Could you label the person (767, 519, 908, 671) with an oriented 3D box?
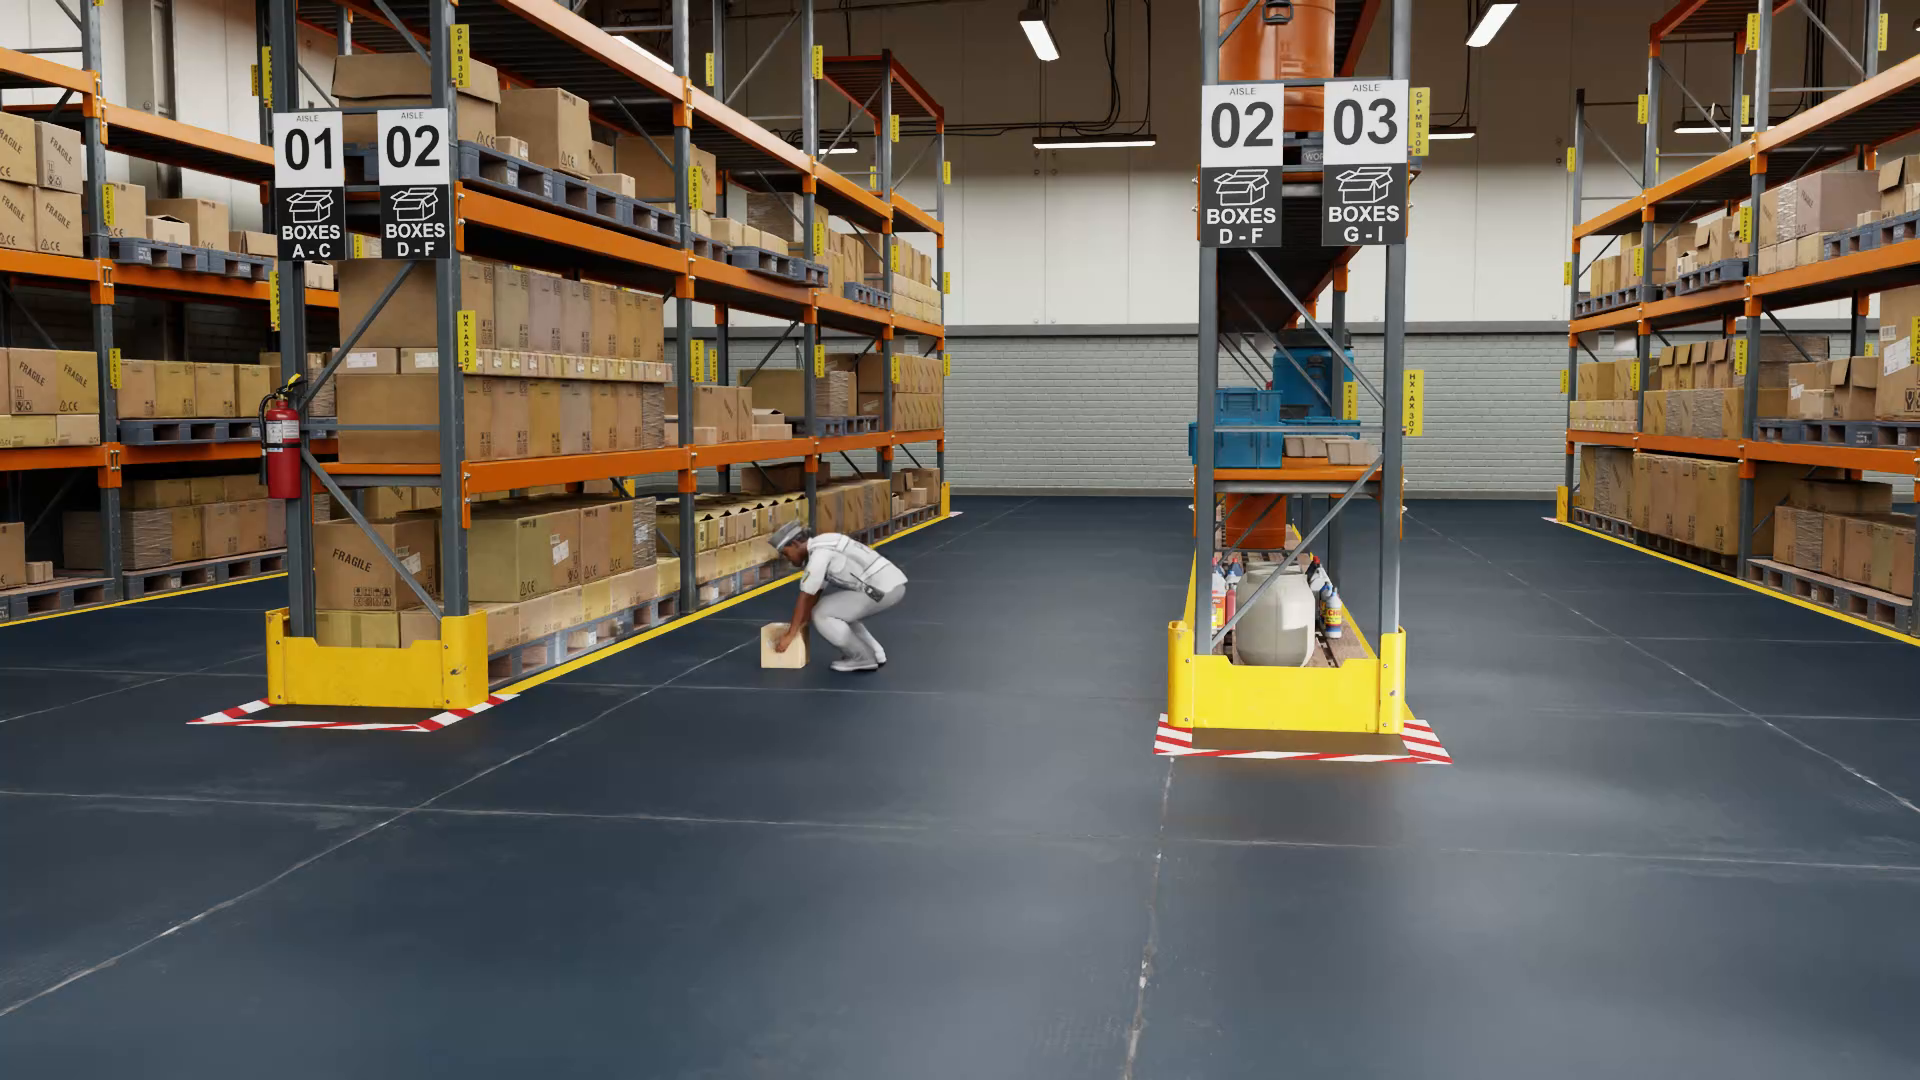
[{"bbox_3d":[-0.764,0.335,10.349,0.863,0.931,0.479,1,5,8],"label":"person"}]
